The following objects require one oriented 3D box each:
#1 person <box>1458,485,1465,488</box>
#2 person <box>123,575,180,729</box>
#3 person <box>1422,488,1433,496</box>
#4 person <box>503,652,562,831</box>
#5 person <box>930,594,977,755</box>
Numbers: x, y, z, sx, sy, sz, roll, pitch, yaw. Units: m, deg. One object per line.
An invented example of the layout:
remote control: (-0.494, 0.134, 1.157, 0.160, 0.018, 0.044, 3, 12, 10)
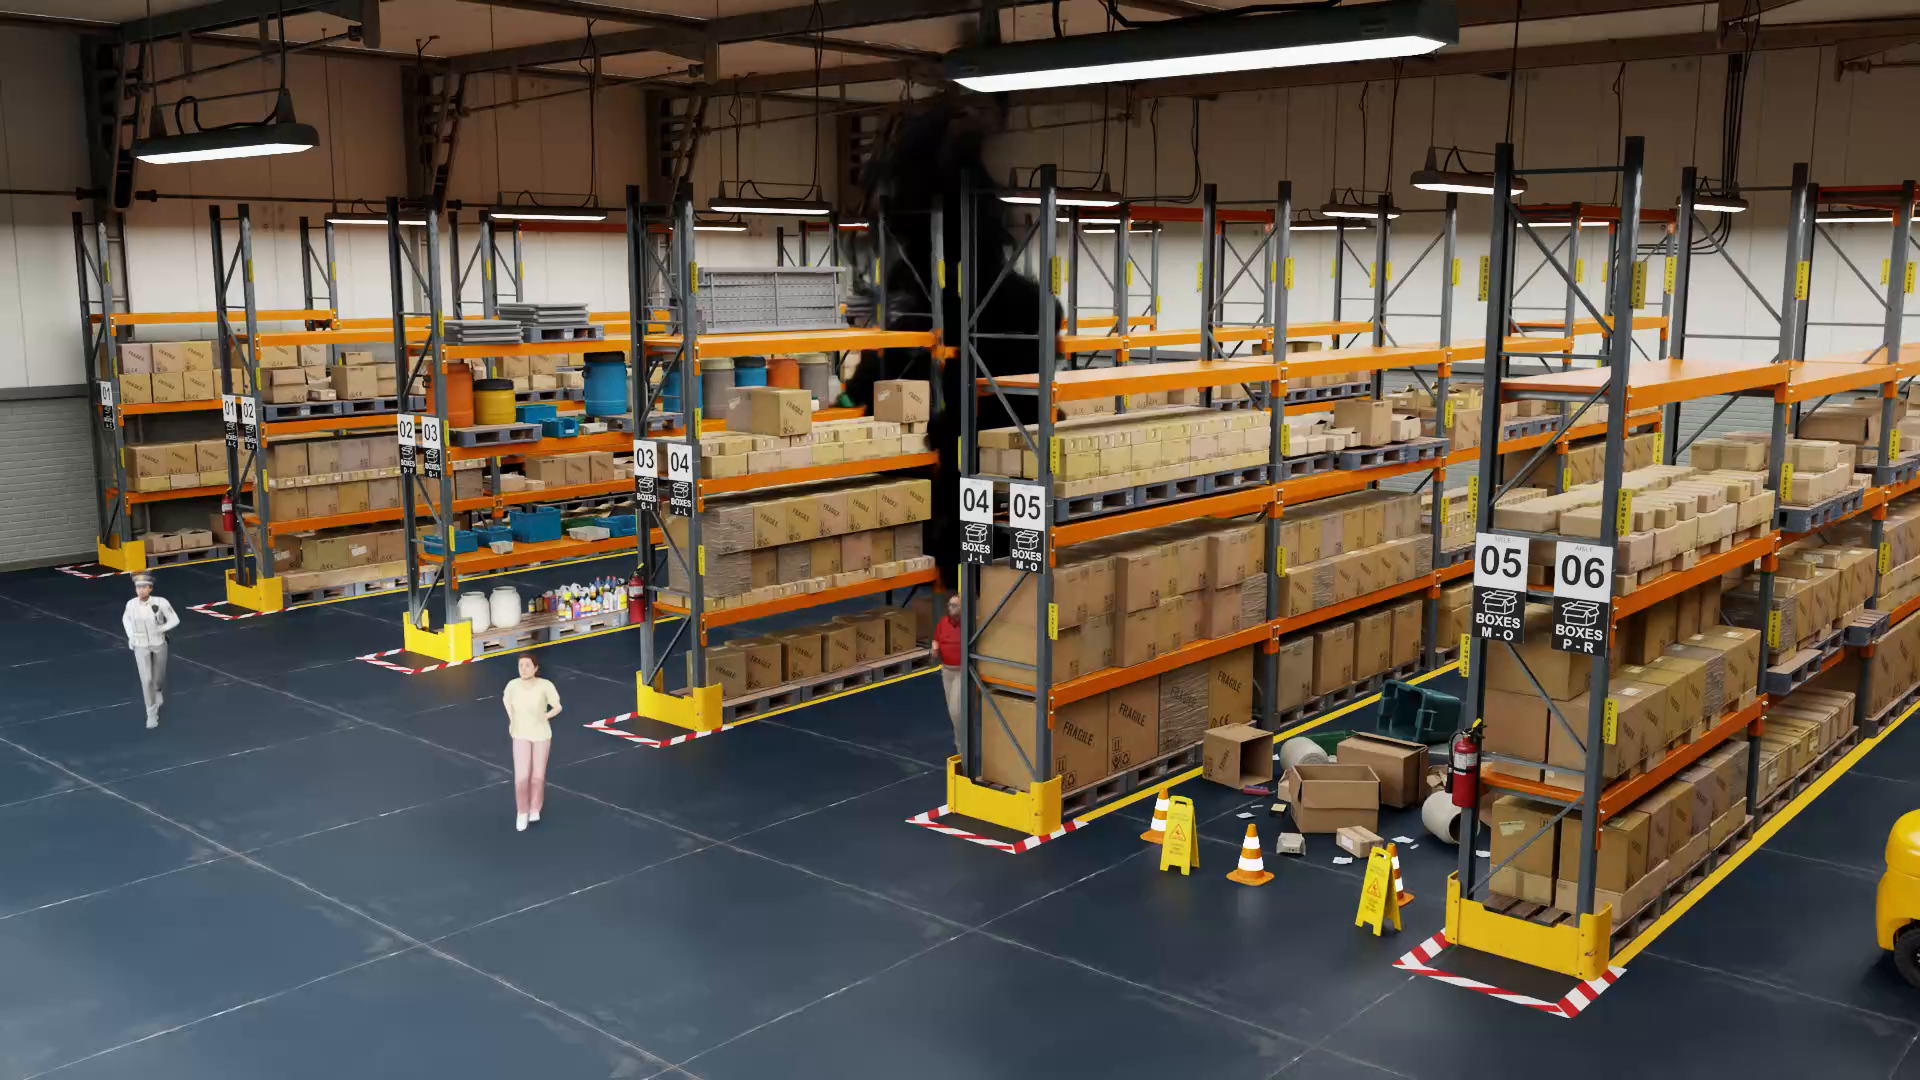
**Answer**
person: (8.078, -0.081, 26.977, 0.569, 1.605, 0.545, 9, 13, 43)
person: (-9.178, 1.216, 18.897, 0.603, 1.710, 0.833, -4, 10, -20)
person: (7.234, 0.067, 25.794, 0.627, 1.762, 0.737, 9, 13, 42)
person: (-3.918, 1.845, 15.244, 0.552, 1.674, 0.650, -1, 10, -8)
person: (-0.007, 1.501, 17.475, 0.685, 1.739, 0.765, 7, 12, 38)
